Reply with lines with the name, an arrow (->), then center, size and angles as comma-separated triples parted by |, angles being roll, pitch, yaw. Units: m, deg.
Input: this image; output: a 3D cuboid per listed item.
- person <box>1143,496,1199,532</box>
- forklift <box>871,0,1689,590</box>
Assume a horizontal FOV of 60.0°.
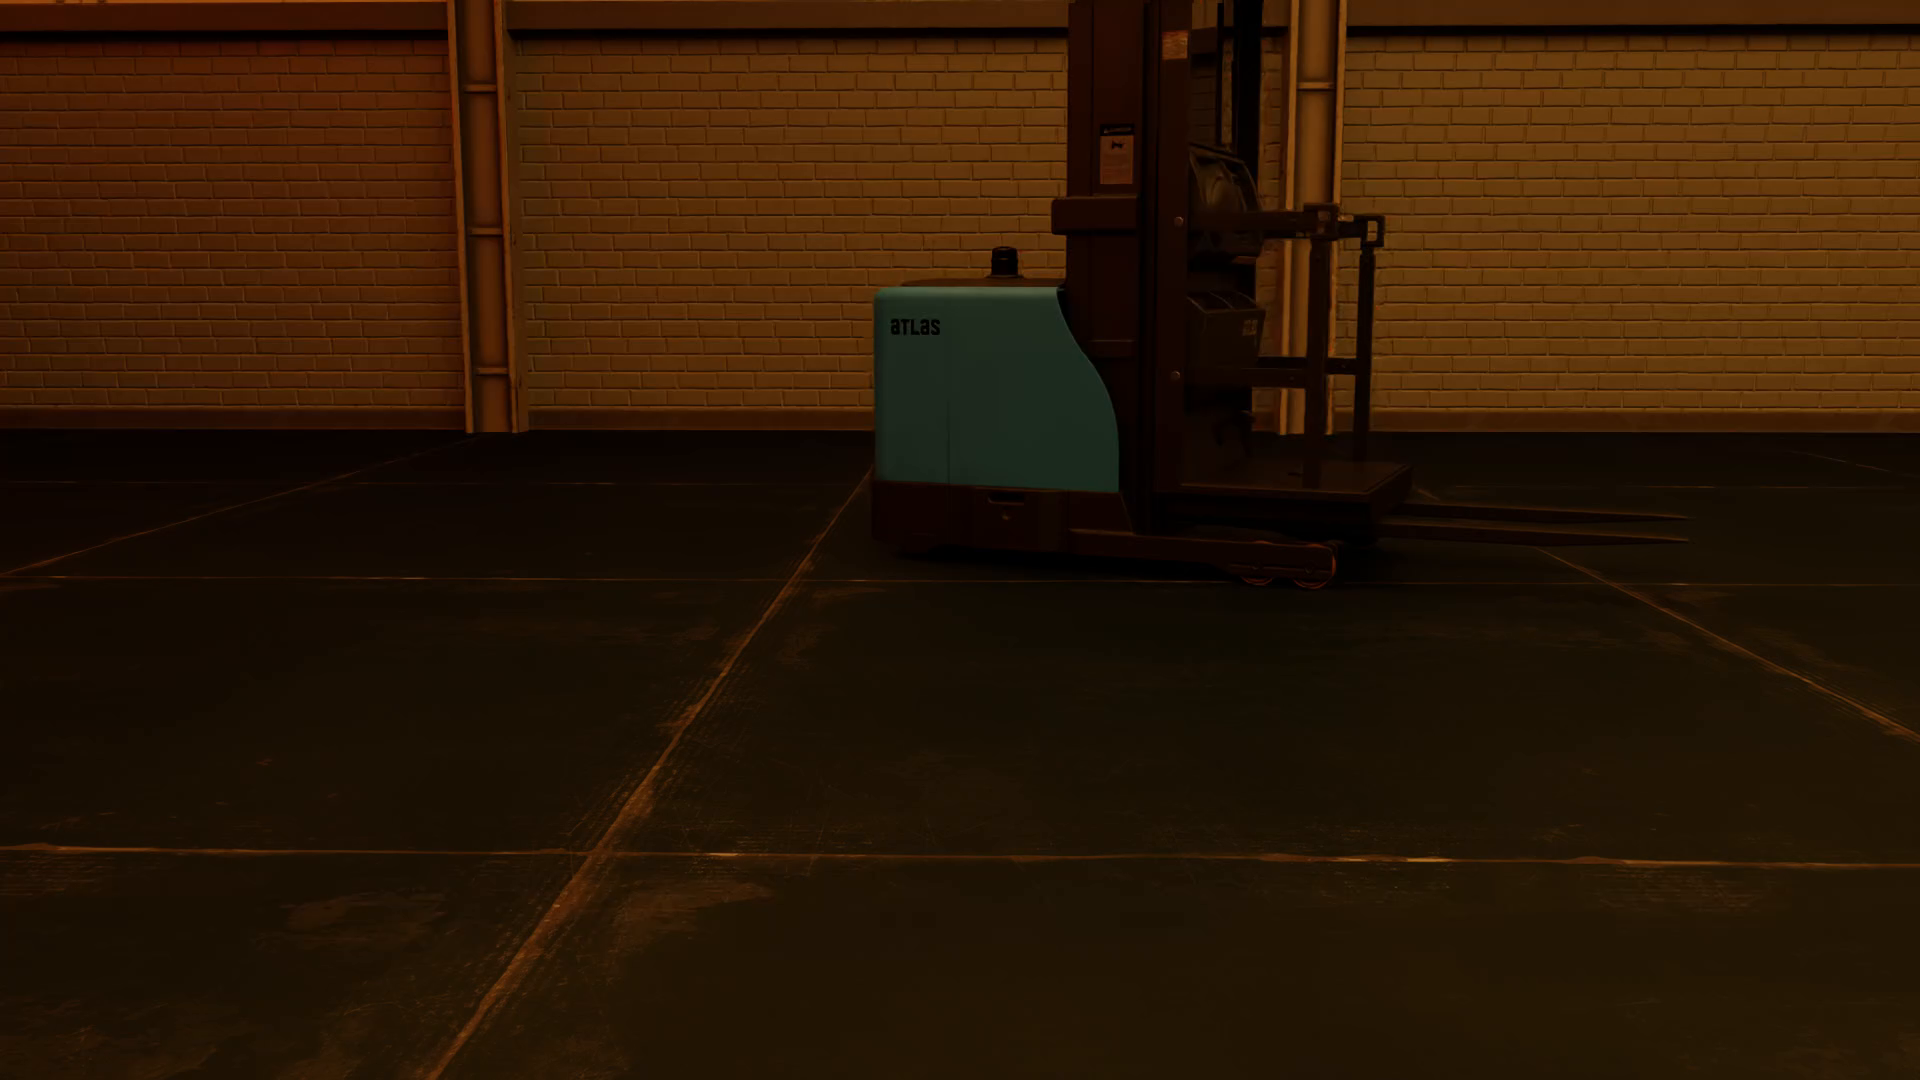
person -> 0.953, -0.846, 7.050 | 0.695, 1.591, 0.706 | -7, 11, -38
forklift -> 1.209, -1.362, 6.337 | 3.031, 2.935, 1.130 | 4, 9, 23
